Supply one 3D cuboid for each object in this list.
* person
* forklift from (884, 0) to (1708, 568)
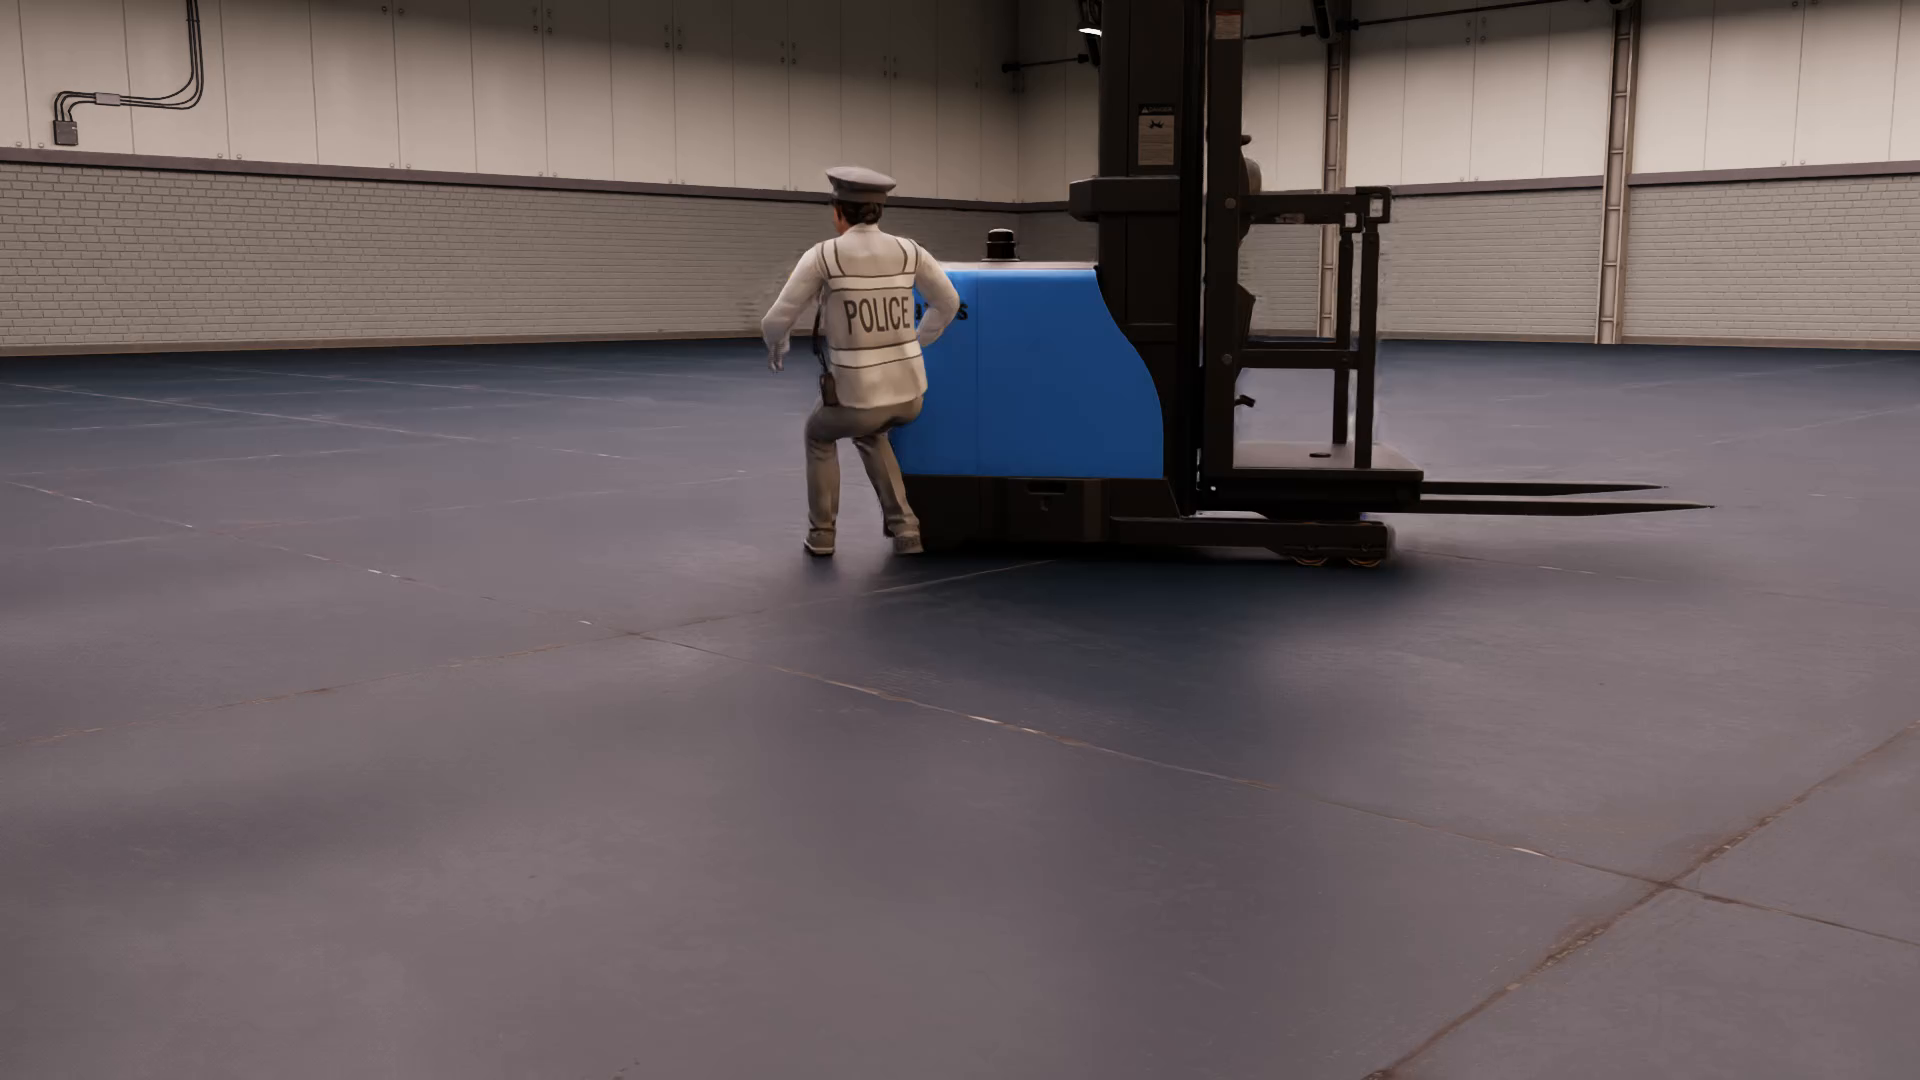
[{"bbox_3d":[-0.437,-0.607,6.090,0.751,1.470,0.806,-5,10,-30],"label":"person"},{"bbox_3d":[1.267,-1.433,6.392,3.031,2.935,1.130,1,9,8],"label":"forklift"}]
